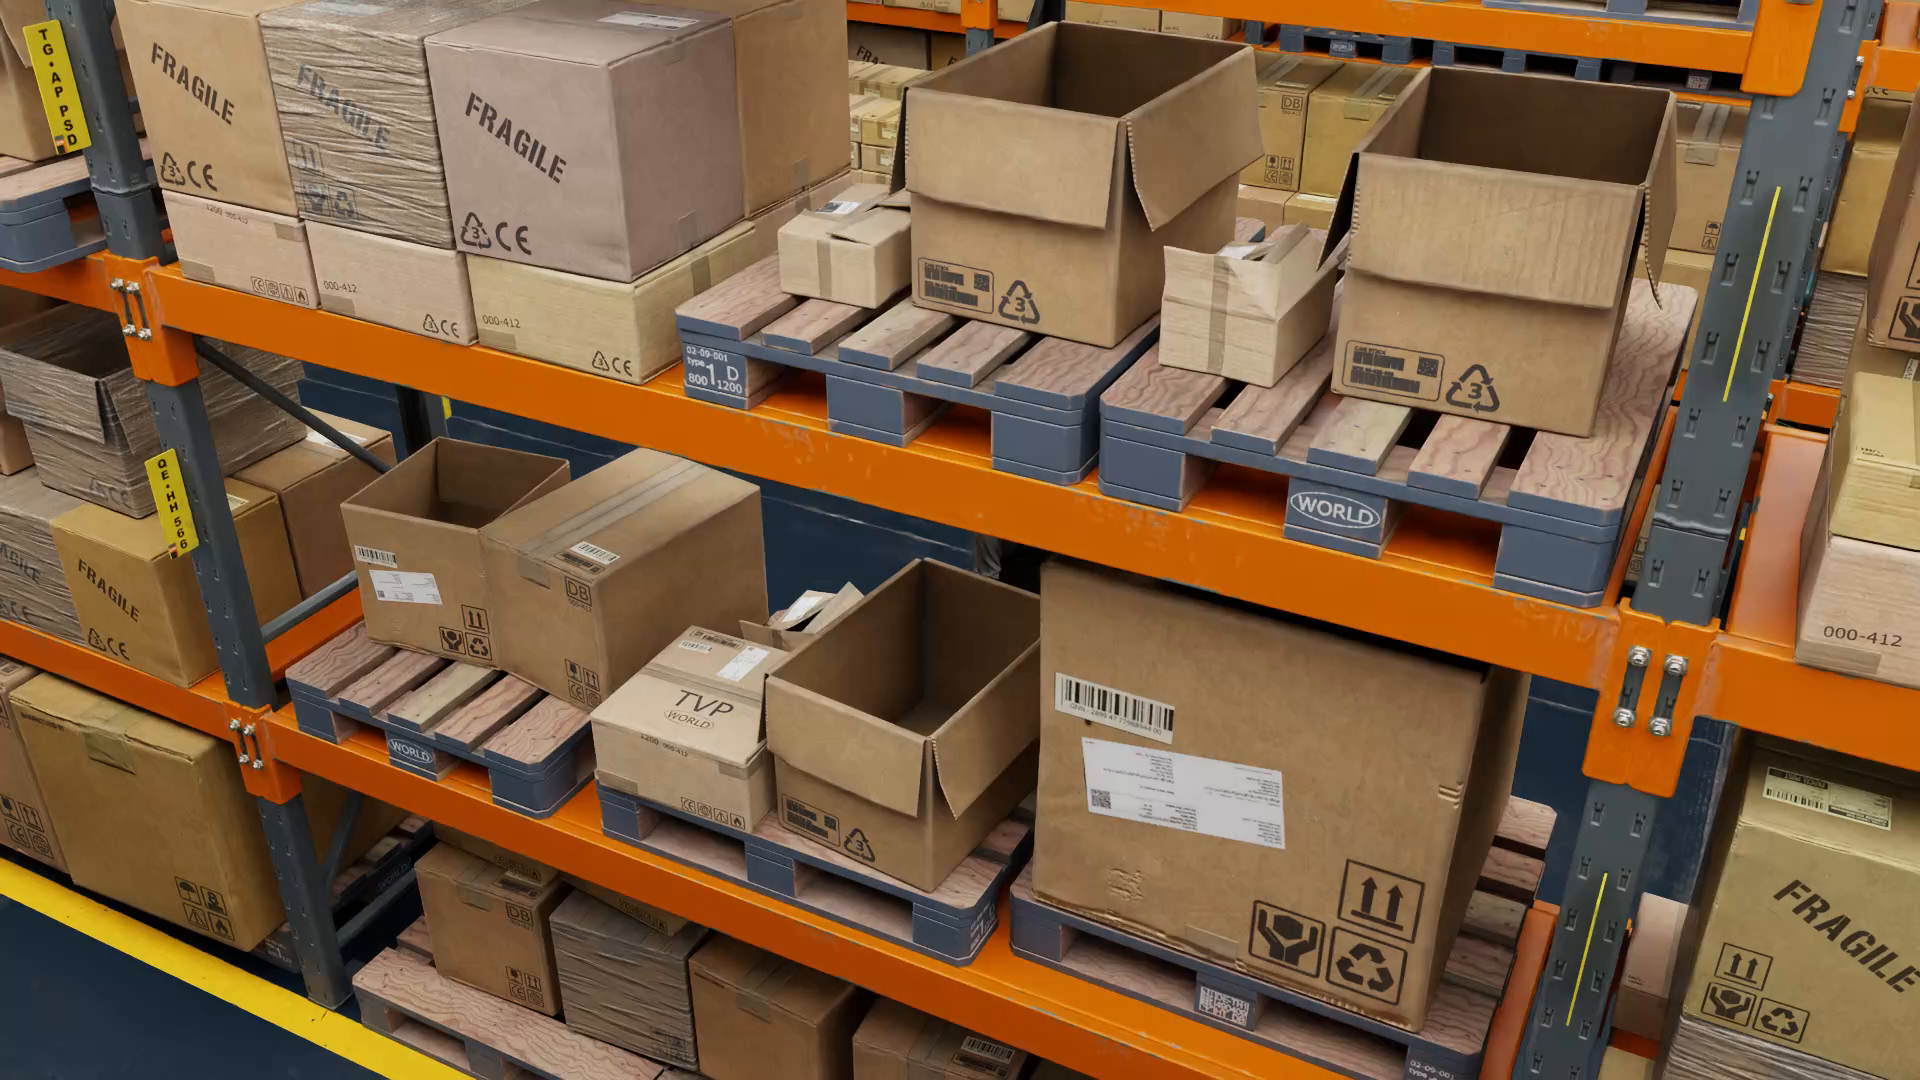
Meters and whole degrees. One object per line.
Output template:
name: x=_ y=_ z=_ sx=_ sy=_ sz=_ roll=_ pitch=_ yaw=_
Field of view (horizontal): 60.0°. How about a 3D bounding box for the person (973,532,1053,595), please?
person: x=0.332 y=0.340 z=6.535 sx=0.552 sy=1.715 sz=0.660 roll=-25 pitch=38 yaw=-37
